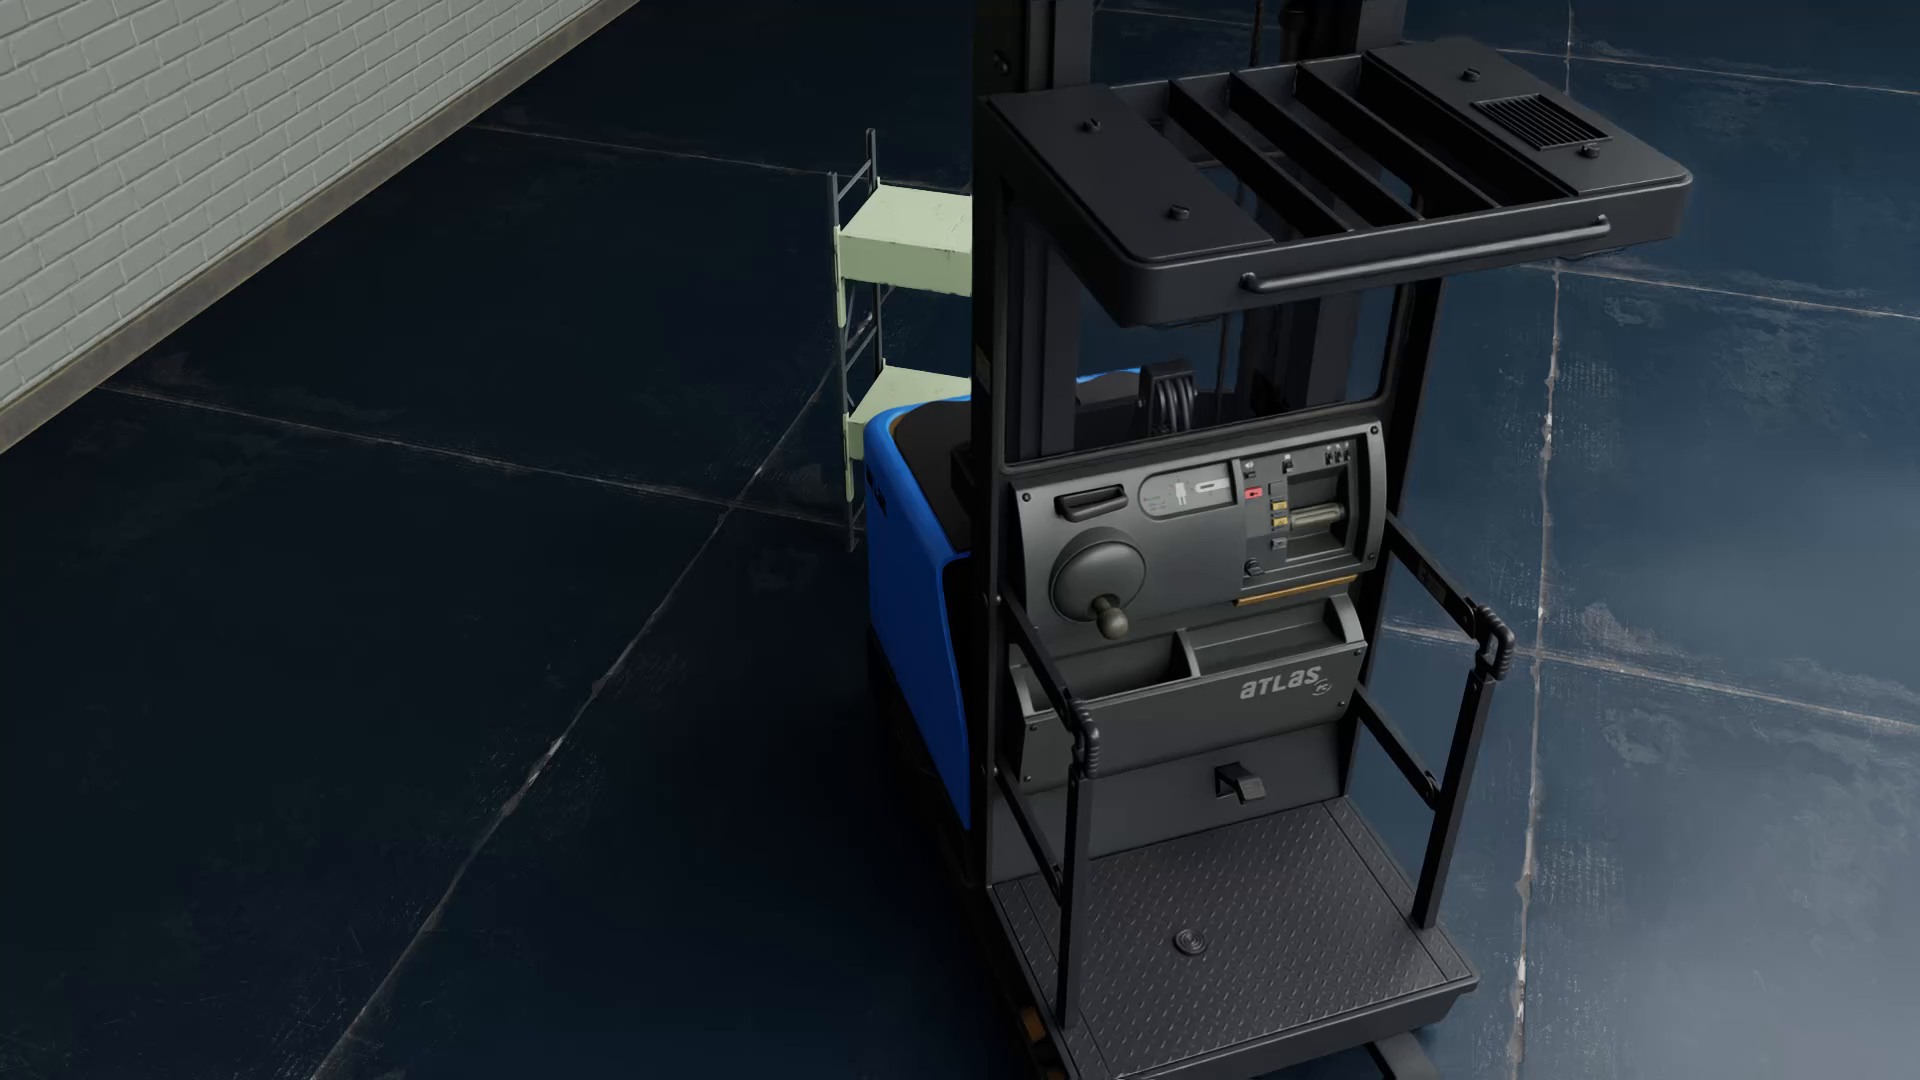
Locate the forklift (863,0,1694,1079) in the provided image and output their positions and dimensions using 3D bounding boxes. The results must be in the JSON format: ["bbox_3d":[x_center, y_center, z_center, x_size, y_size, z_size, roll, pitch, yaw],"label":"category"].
[{"bbox_3d":[0.644,0.039,3.724,1.130,2.935,3.031,-11,38,-15],"label":"forklift"}]

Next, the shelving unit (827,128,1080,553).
[{"bbox_3d":[-0.006,-0.605,5.807,0.755,1.500,0.431,10,38,14],"label":"shelving unit"}]

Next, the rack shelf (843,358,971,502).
[{"bbox_3d":[-0.006,-0.343,6.000,0.720,0.370,0.431,10,38,14],"label":"rack shelf"}]

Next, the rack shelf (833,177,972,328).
[{"bbox_3d":[-0.006,-0.920,5.576,0.720,0.370,0.431,10,38,14],"label":"rack shelf"}]

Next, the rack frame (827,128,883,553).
[{"bbox_3d":[-0.356,-0.670,5.895,0.023,1.500,0.400,10,38,14],"label":"rack frame"}]

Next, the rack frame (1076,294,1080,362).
[{"bbox_3d":[0.343,-0.541,5.719,0.023,1.500,0.400,10,38,14],"label":"rack frame"}]
